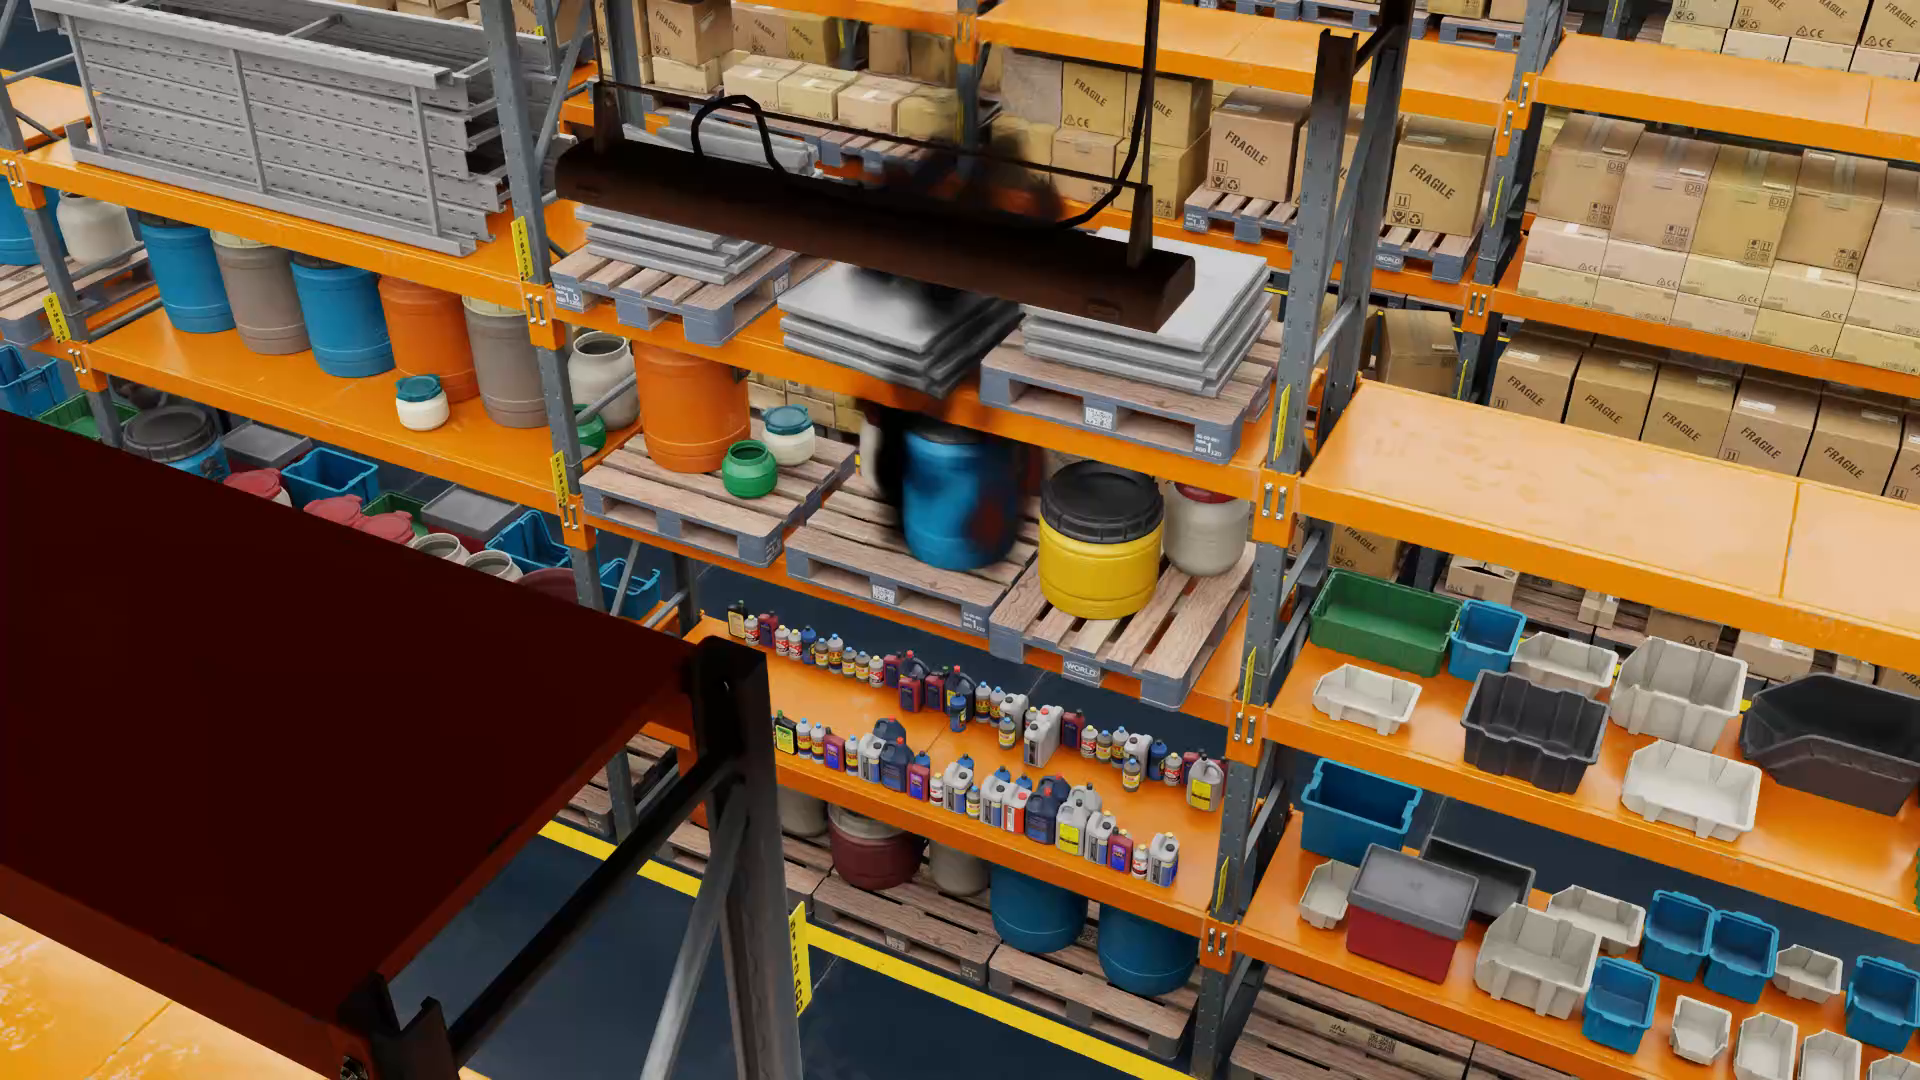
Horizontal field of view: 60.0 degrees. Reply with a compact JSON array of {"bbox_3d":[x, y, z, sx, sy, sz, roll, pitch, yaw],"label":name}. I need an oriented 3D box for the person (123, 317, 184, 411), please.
[{"bbox_3d":[-6.907,-1.282,14.249,0.803,1.664,0.577,13,37,18],"label":"person"}]

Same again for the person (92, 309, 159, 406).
[{"bbox_3d":[-7.418,-1.733,14.879,0.666,1.681,0.688,13,37,17],"label":"person"}]
